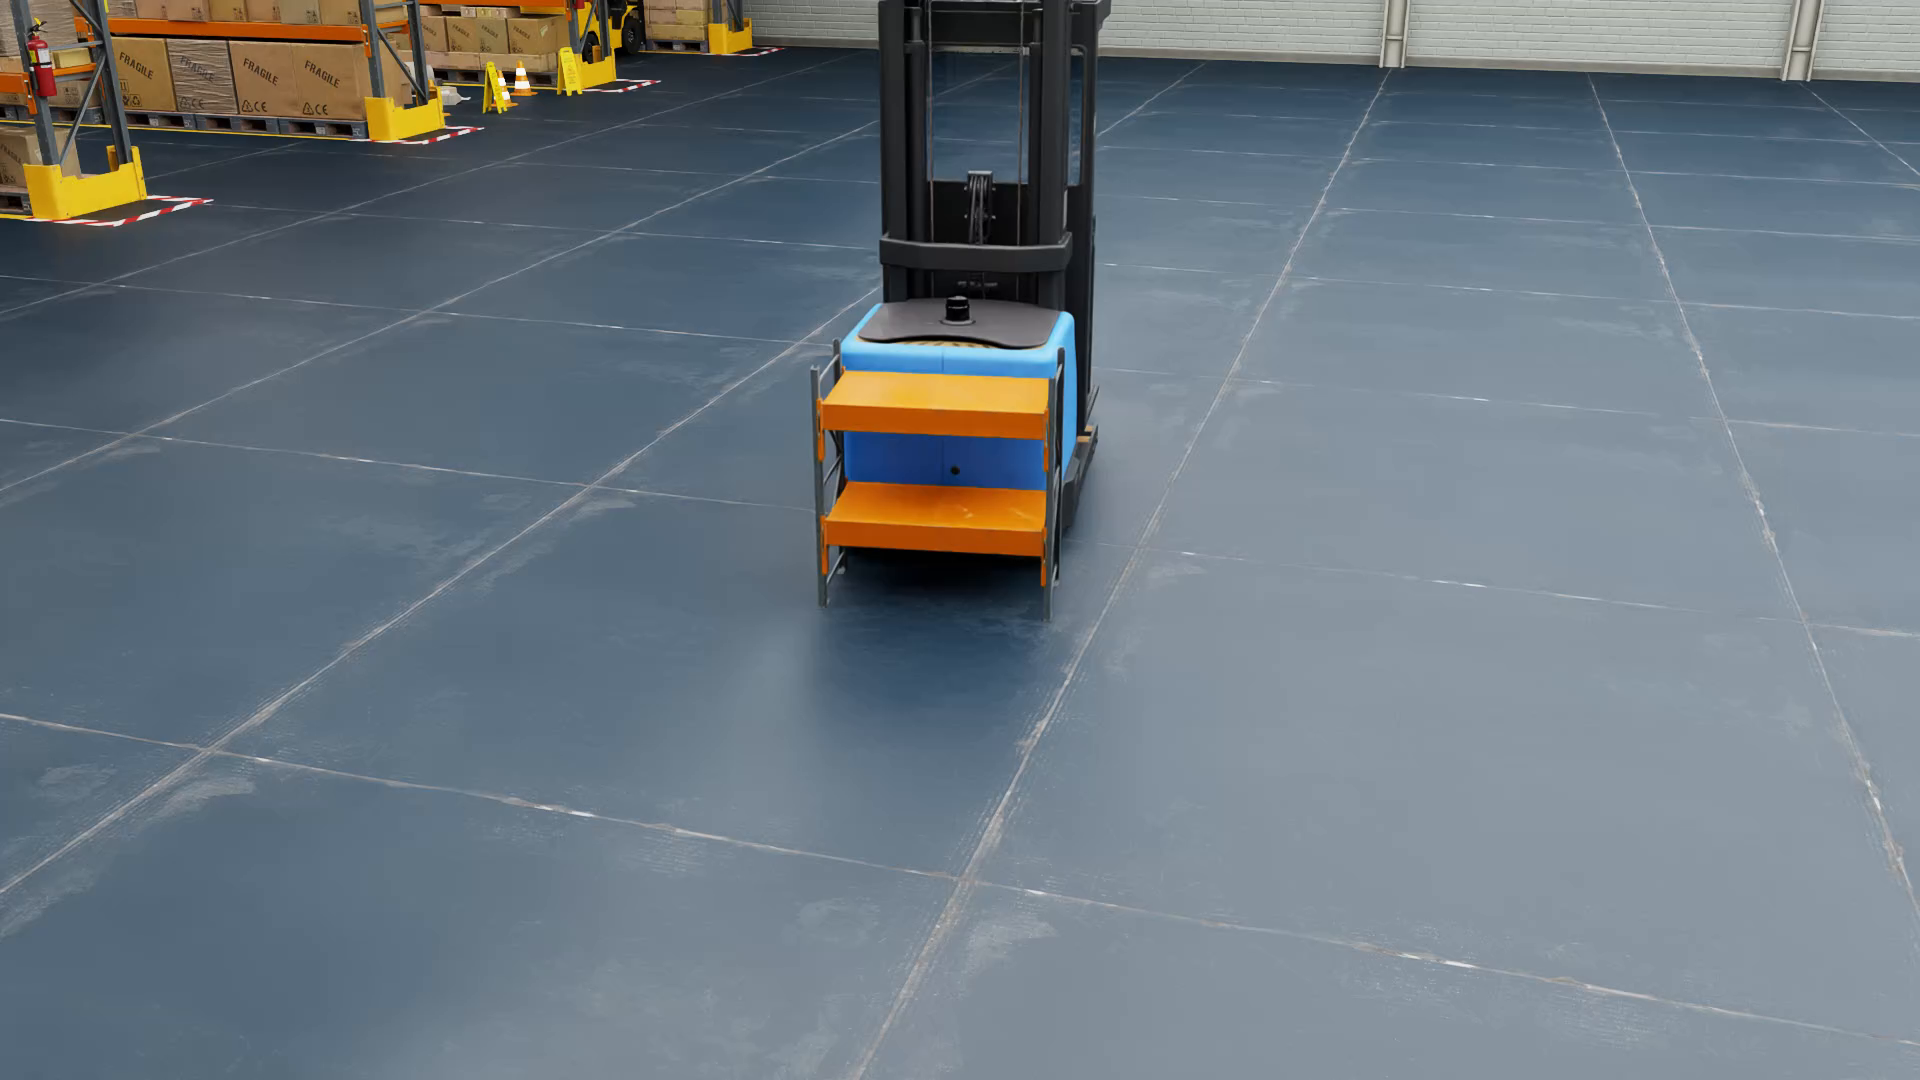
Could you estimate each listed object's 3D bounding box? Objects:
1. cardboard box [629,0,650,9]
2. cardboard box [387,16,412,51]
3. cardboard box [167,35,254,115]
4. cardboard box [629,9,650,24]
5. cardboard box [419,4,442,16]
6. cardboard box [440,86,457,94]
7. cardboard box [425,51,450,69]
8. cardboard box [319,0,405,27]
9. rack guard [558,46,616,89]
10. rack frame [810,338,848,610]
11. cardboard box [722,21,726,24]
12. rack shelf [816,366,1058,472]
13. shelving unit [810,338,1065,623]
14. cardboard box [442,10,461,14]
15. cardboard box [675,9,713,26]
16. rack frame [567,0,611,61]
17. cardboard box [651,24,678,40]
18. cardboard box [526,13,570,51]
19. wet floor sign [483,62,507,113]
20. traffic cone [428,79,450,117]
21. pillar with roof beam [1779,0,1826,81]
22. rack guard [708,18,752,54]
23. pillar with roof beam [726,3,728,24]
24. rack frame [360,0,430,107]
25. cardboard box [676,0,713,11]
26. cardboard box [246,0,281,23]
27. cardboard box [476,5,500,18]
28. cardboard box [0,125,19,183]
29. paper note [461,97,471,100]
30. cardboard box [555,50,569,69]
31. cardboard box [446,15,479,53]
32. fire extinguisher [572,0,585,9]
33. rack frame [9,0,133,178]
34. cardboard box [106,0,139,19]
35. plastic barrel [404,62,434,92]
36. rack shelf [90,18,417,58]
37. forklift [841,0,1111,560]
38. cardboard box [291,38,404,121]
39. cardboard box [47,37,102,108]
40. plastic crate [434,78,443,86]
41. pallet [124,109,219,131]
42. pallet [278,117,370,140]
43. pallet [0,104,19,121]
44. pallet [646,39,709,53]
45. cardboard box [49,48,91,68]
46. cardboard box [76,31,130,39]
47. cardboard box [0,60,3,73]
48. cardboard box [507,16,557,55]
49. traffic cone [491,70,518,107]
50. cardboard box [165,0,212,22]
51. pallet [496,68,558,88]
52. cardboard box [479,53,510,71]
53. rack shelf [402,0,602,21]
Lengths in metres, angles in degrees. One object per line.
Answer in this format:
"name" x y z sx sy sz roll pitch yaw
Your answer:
"cardboard box" -5.558 -9.434 29.068 0.500 0.250 0.500 7 23 16
"cardboard box" -8.307 -7.693 25.153 0.500 0.500 0.500 8 23 18
"cardboard box" -9.197 -5.851 20.827 0.875 0.875 0.875 7 23 16
"cardboard box" -5.584 -9.207 29.175 0.500 0.250 0.500 6 23 14
"cardboard box" -7.970 -7.928 24.871 0.250 0.149 0.380 8 24 19
"cardboard box" -7.318 -6.293 23.416 0.380 0.149 0.250 -20 29 -39
"cardboard box" -7.800 -7.289 25.156 0.500 0.250 0.500 6 23 15
"cardboard box" -7.182 -6.486 19.933 0.550 0.550 0.875 7 23 16
"rack guard" -5.553 -7.054 24.809 0.348 0.500 1.175 7 23 16
"rack frame" -0.588 -0.299 7.517 0.032 1.125 0.500 3 23 7
"cardboard box" -4.464 -9.053 29.458 0.500 0.250 0.500 7 23 16
"rack shelf" -0.085 -0.543 7.340 1.000 0.278 0.538 3 23 7
"shelving unit" -0.085 -0.272 7.451 1.048 1.125 0.538 3 23 7
"cardboard box" -7.690 -7.832 25.493 0.500 0.500 0.500 8 24 18
"cardboard box" -4.607 -9.099 28.912 0.500 0.250 0.500 6 23 15
"rack frame" -5.480 -8.202 24.314 0.127 3.000 1.000 7 23 16
"cardboard box" -5.065 -8.923 29.141 0.500 0.250 0.500 7 23 15
"cardboard box" -6.196 -7.663 25.080 0.500 0.500 0.500 6 23 14
"wet floor sign" -6.214 -6.020 22.095 0.232 0.644 0.267 3 22 6
"traffic cone" -6.912 -5.793 21.784 0.334 0.463 0.336 7 23 16
"pillar with roof beam" 11.533 -9.648 19.934 0.400 9.000 9.100 7 23 16
"rack guard" -4.027 -8.847 29.179 0.348 0.500 1.175 7 23 16
"pillar with roof beam" -5.700 -11.621 24.744 0.400 9.000 9.100 7 23 16
"rack frame" -6.814 -6.393 19.902 0.127 3.000 1.000 7 23 16
"cardboard box" -4.581 -9.328 28.811 0.500 0.250 0.500 7 23 17
"cardboard box" -8.215 -6.646 20.322 0.550 0.550 0.875 7 23 16
"cardboard box" -6.933 -7.809 24.582 0.250 0.149 0.380 7 23 16
"cardboard box" -9.518 -3.767 16.242 0.500 0.500 0.500 13 26 29
"paper note" -6.960 -6.209 23.367 0.142 0.019 0.148 -1 22 -3
"cardboard box" -6.173 -7.313 25.217 0.500 0.250 0.500 6 23 15
"cardboard box" -7.305 -7.578 24.874 0.500 0.500 0.500 6 23 14
"fire extinguisher" -5.504 -7.987 23.890 0.183 0.674 0.296 7 23 16
"rack frame" -8.343 -4.602 15.536 0.127 3.000 1.000 7 23 16
"cardboard box" -10.286 -6.865 20.855 0.550 0.550 0.875 7 23 16
"plastic barrel" -7.895 -6.687 24.014 0.512 0.421 0.421 -14 26 -30
"rack shelf" -8.728 -6.279 20.573 4.000 0.370 1.077 7 23 16
"forklift" 0.181 -1.786 8.762 1.130 2.935 3.031 4 23 9
"cardboard box" -7.482 -5.654 20.349 0.875 0.875 0.875 7 23 16
"cardboard box" -11.263 -6.020 21.405 0.750 0.750 1.050 6 23 15
"plastic crate" -8.044 -6.820 24.791 0.583 0.080 0.402 -1 22 -3
"pallet" -9.938 -5.429 21.228 1.213 0.211 1.003 7 23 15
"pallet" -7.602 -5.162 20.576 1.213 0.211 1.003 7 23 15
"pallet" -12.575 -5.731 21.964 1.213 0.211 1.003 7 23 16
"pallet" -4.794 -8.785 29.408 1.213 0.211 1.003 7 23 16
"cardboard box" -8.547 -4.603 15.871 0.250 0.149 0.380 7 23 16
"cardboard box" -13.777 -8.397 27.034 0.875 0.875 0.875 6 23 15
"cardboard box" -8.915 -4.469 15.545 0.250 0.149 0.380 7 23 16
"cardboard box" -6.323 -7.465 24.597 0.500 0.500 0.500 7 23 16
"traffic cone" -6.260 -6.167 22.694 0.334 0.463 0.336 7 23 16
"cardboard box" -9.270 -6.711 20.479 0.550 0.550 0.875 7 23 16
"pallet" -6.321 -7.022 25.112 1.213 0.211 1.003 7 23 16
"cardboard box" -6.826 -7.175 24.879 0.500 0.250 0.500 7 23 16
"rack shelf" -7.395 -8.089 24.985 4.000 0.370 1.077 7 23 16
